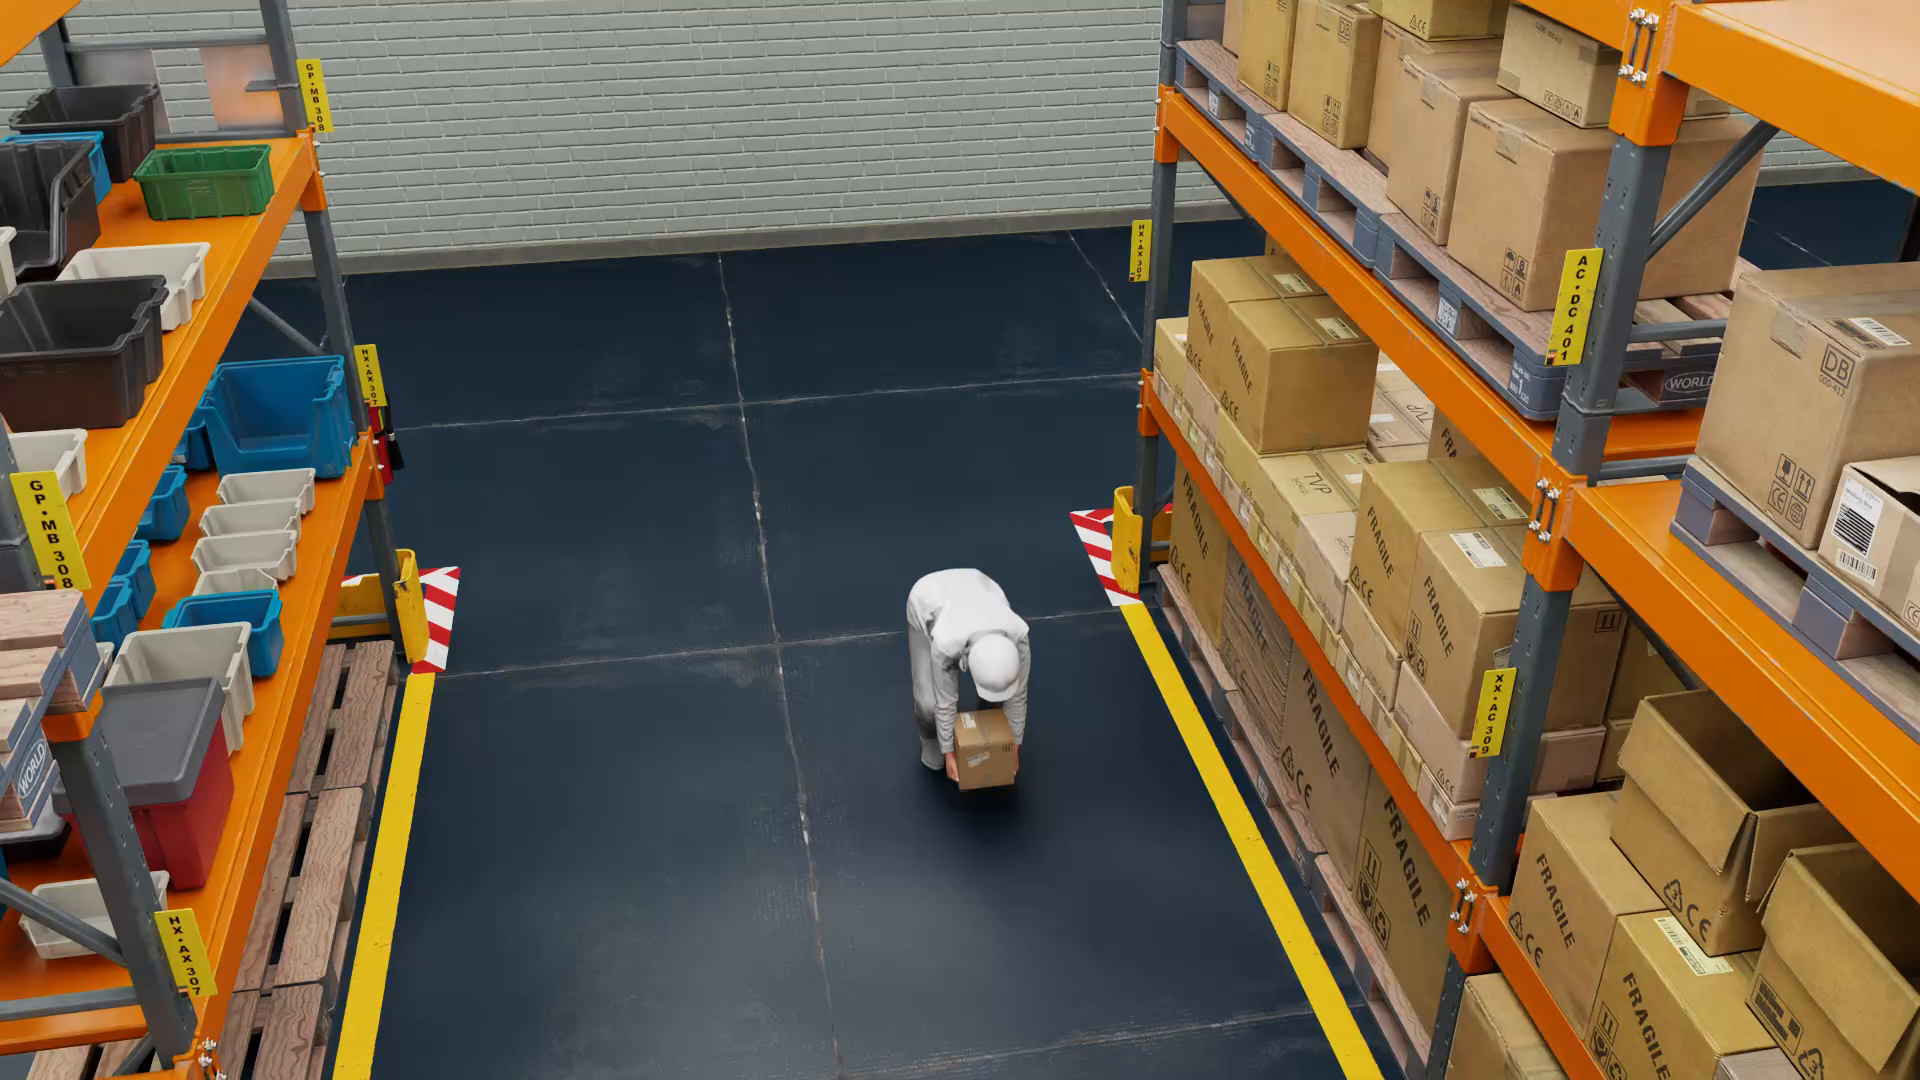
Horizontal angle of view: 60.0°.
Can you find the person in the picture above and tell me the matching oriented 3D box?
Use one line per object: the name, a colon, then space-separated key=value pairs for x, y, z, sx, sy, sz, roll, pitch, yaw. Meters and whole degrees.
person: x=0.043 y=0.684 z=7.698 sx=0.502 sy=1.014 sz=0.995 roll=-7 pitch=31 yaw=-11
